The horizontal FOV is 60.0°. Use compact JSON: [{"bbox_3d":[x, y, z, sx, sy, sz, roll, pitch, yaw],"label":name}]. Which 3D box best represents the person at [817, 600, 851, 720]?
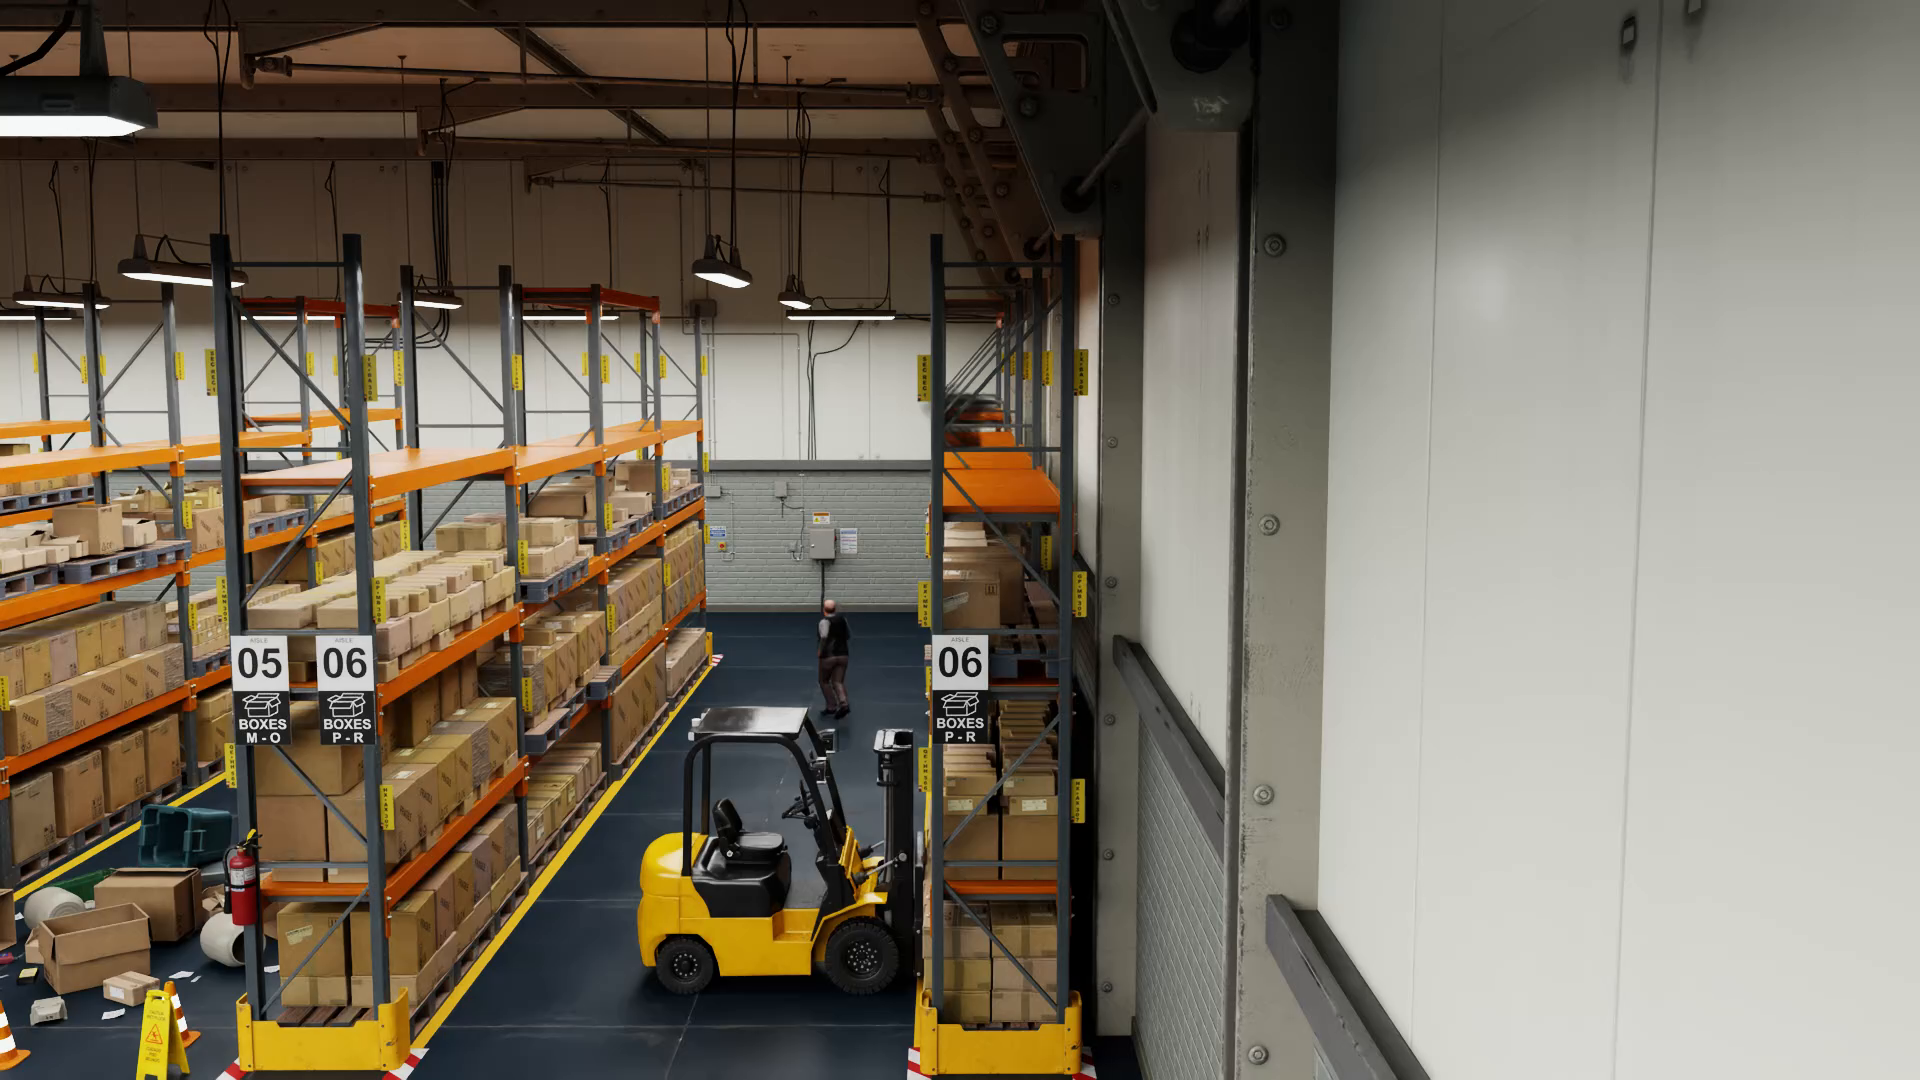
[{"bbox_3d":[-1.749,1.711,23.645,0.615,1.693,0.830,-4,8,-34],"label":"person"}]
